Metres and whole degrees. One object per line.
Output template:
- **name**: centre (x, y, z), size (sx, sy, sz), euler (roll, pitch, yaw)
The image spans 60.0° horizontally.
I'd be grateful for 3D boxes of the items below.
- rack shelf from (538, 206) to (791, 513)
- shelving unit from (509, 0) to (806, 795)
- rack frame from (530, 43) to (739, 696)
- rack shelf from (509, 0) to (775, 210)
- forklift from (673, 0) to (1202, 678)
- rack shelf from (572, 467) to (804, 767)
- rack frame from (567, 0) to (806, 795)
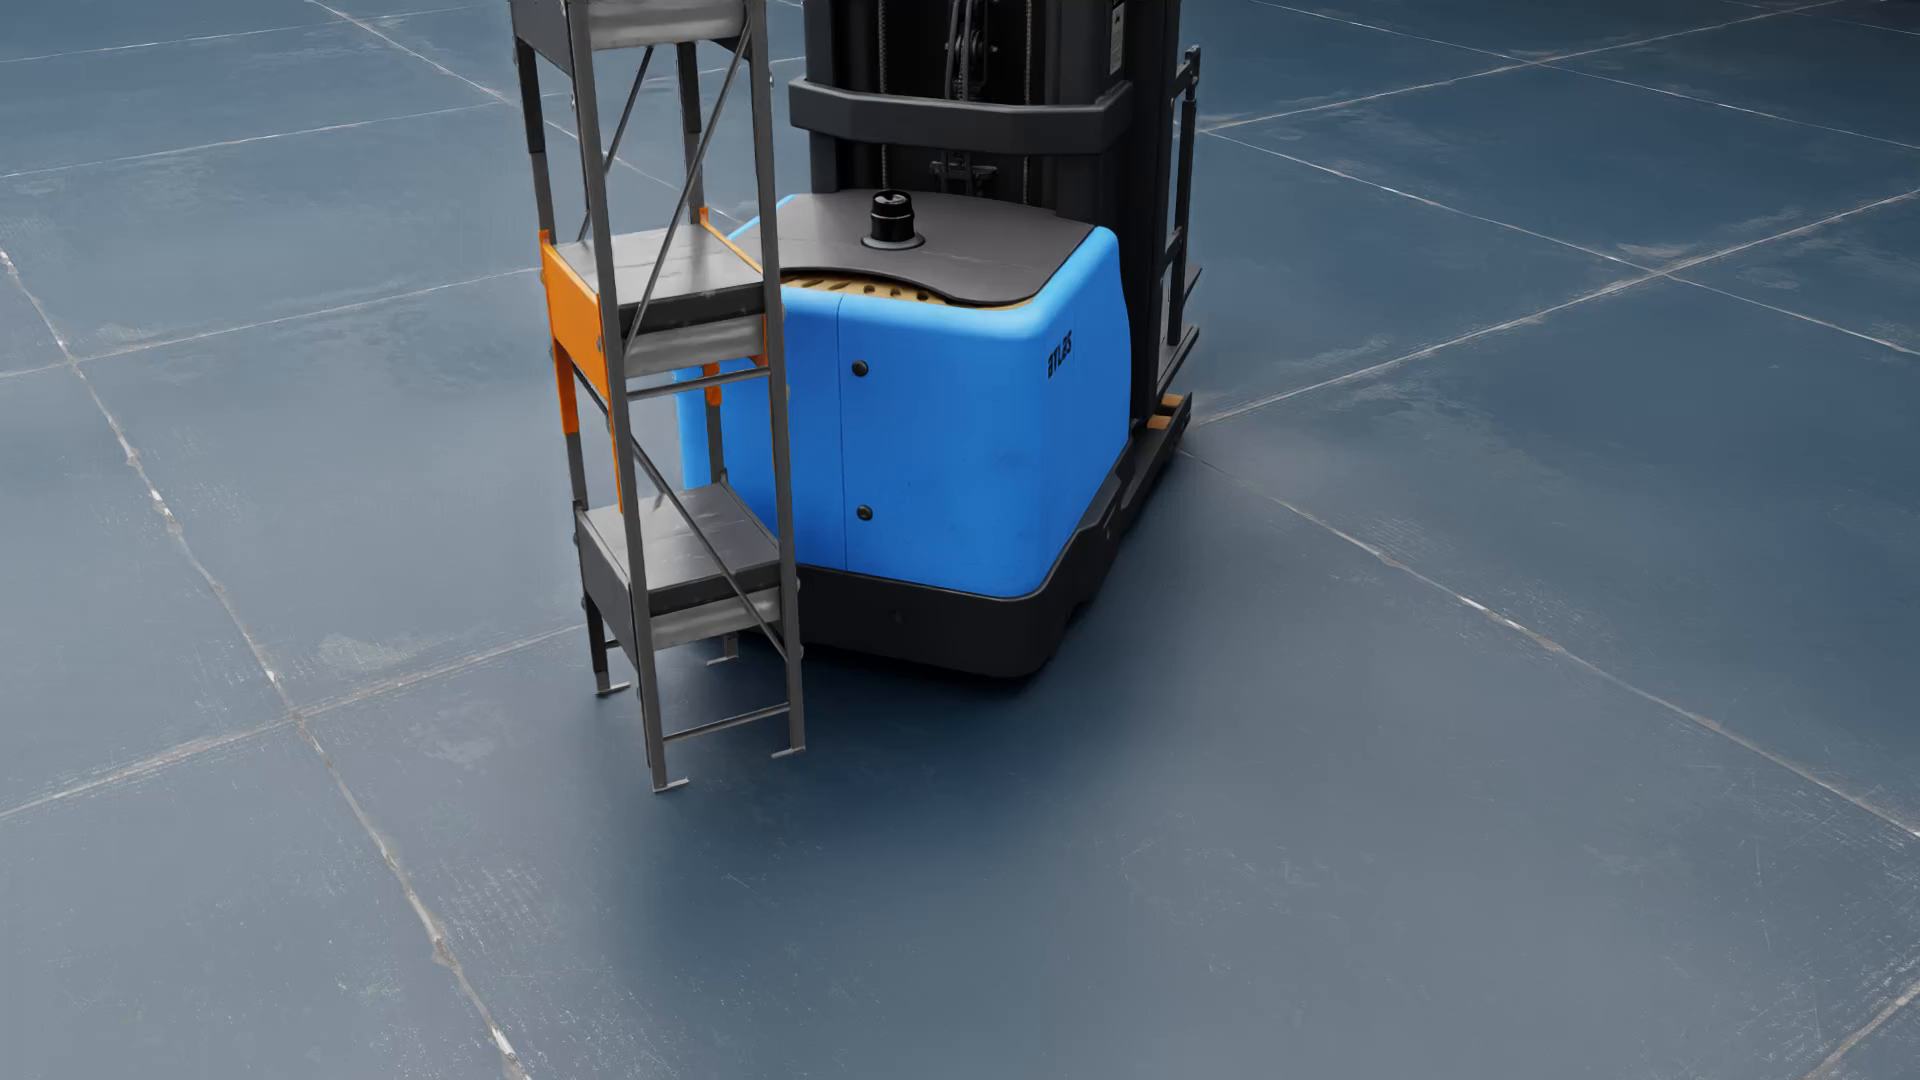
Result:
- **rack shelf**: centre (-0.687, -0.433, 3.876), size (0.431, 0.518, 0.480), euler (-14, 31, -24)
- **shelving unit**: centre (-0.687, -0.445, 3.870), size (0.431, 2.100, 0.503), euler (-14, 31, -24)
- **rack frame**: centre (-0.798, -0.549, 4.061), size (0.400, 2.100, 0.015), euler (-14, 31, -24)
- **rack shelf**: centre (-0.687, -1.048, 3.542), size (0.431, 0.518, 0.480), euler (-14, 31, -24)
- **forklift**: centre (0.186, -1.608, 5.140), size (1.130, 2.935, 3.031), euler (9, 30, 17)
- **rack shelf**: centre (-0.687, 0.182, 4.210), size (0.431, 0.518, 0.480), euler (-14, 31, -24)
- **rack frame**: centre (-0.576, -0.341, 3.678), size (0.400, 2.100, 0.015), euler (-14, 31, -24)
